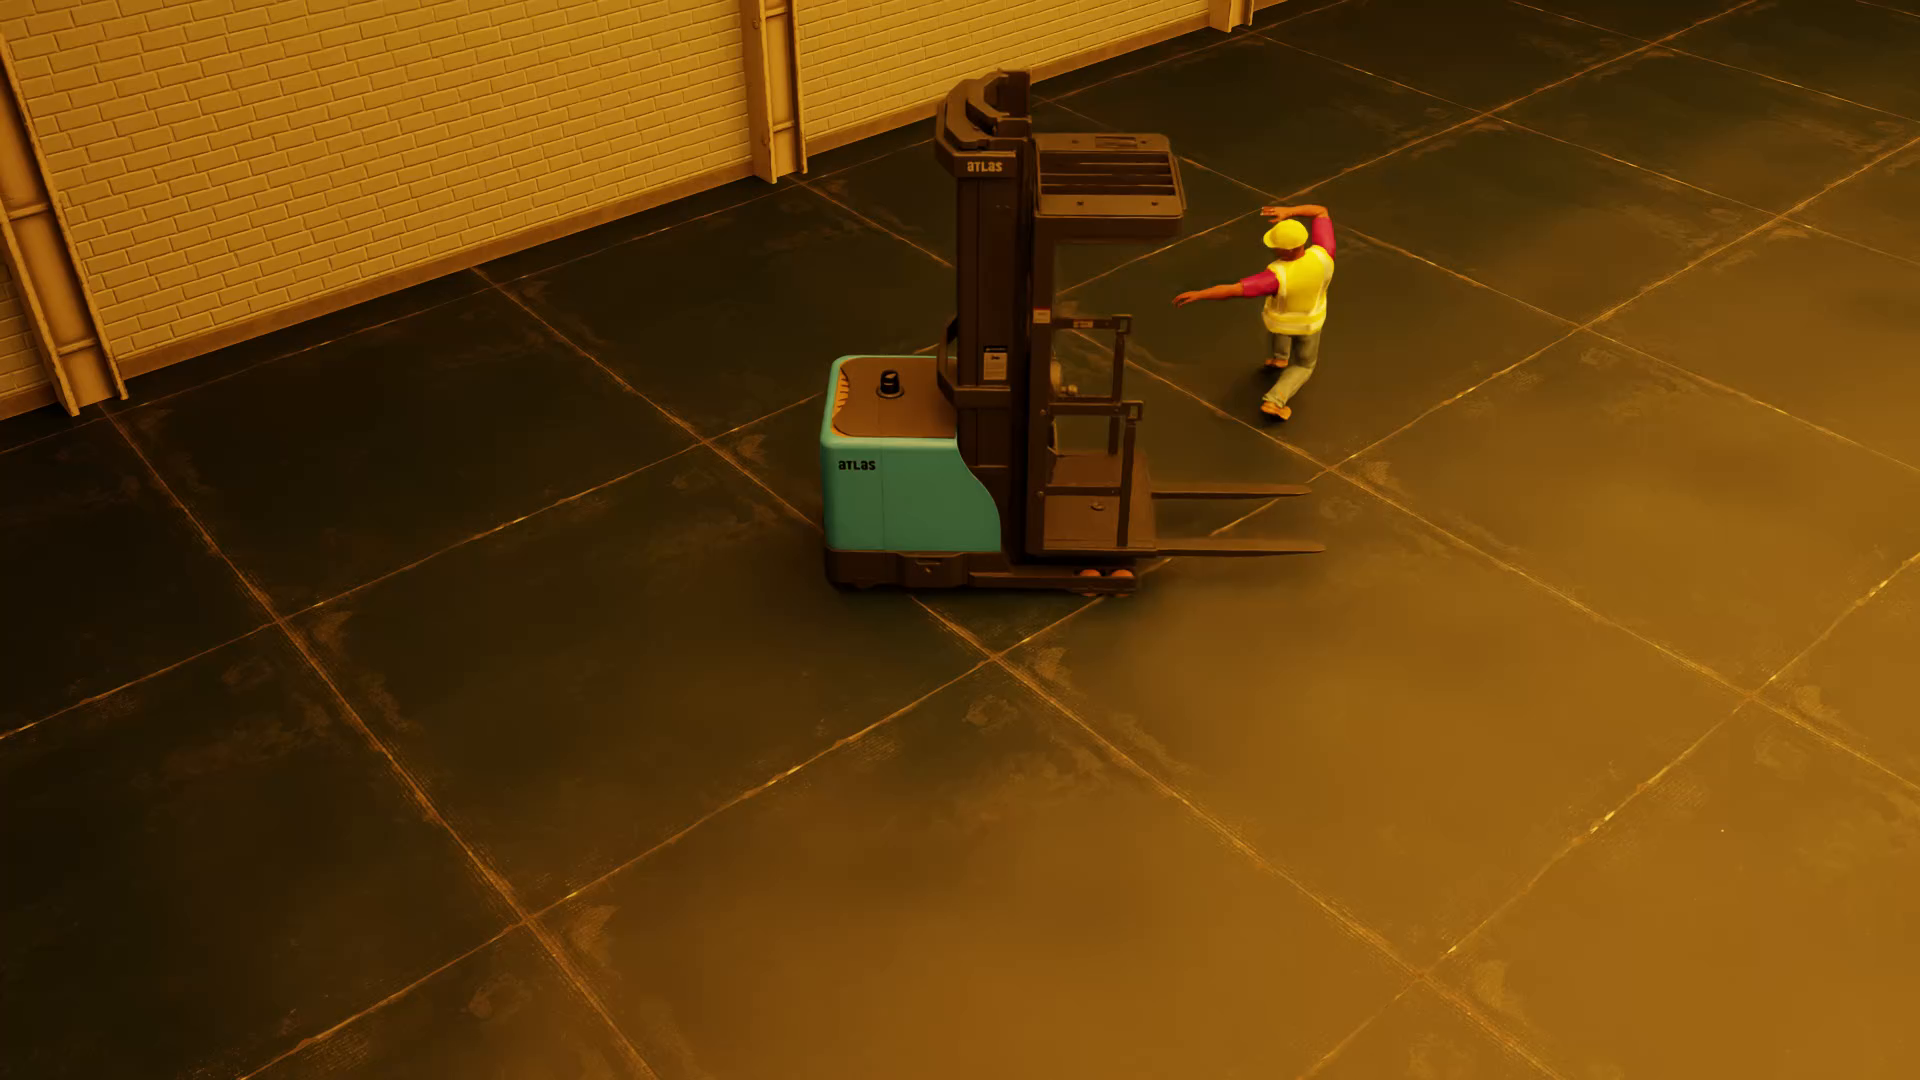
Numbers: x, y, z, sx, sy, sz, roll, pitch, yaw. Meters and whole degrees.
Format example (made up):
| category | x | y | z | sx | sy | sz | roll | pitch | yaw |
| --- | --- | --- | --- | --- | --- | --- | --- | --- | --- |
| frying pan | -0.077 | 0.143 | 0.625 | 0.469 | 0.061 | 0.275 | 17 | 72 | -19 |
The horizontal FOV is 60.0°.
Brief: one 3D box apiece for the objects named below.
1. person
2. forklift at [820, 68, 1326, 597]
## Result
| category | x | y | z | sx | sy | sz | roll | pitch | yaw |
| --- | --- | --- | --- | --- | --- | --- | --- | --- | --- |
| person | 2.003 | -1.646 | 11.512 | 1.050 | 1.475 | 0.921 | 5 | 37 | 7 |
| forklift | 0.705 | -1.156 | 9.598 | 3.031 | 2.935 | 1.130 | 1 | 36 | 1 |
